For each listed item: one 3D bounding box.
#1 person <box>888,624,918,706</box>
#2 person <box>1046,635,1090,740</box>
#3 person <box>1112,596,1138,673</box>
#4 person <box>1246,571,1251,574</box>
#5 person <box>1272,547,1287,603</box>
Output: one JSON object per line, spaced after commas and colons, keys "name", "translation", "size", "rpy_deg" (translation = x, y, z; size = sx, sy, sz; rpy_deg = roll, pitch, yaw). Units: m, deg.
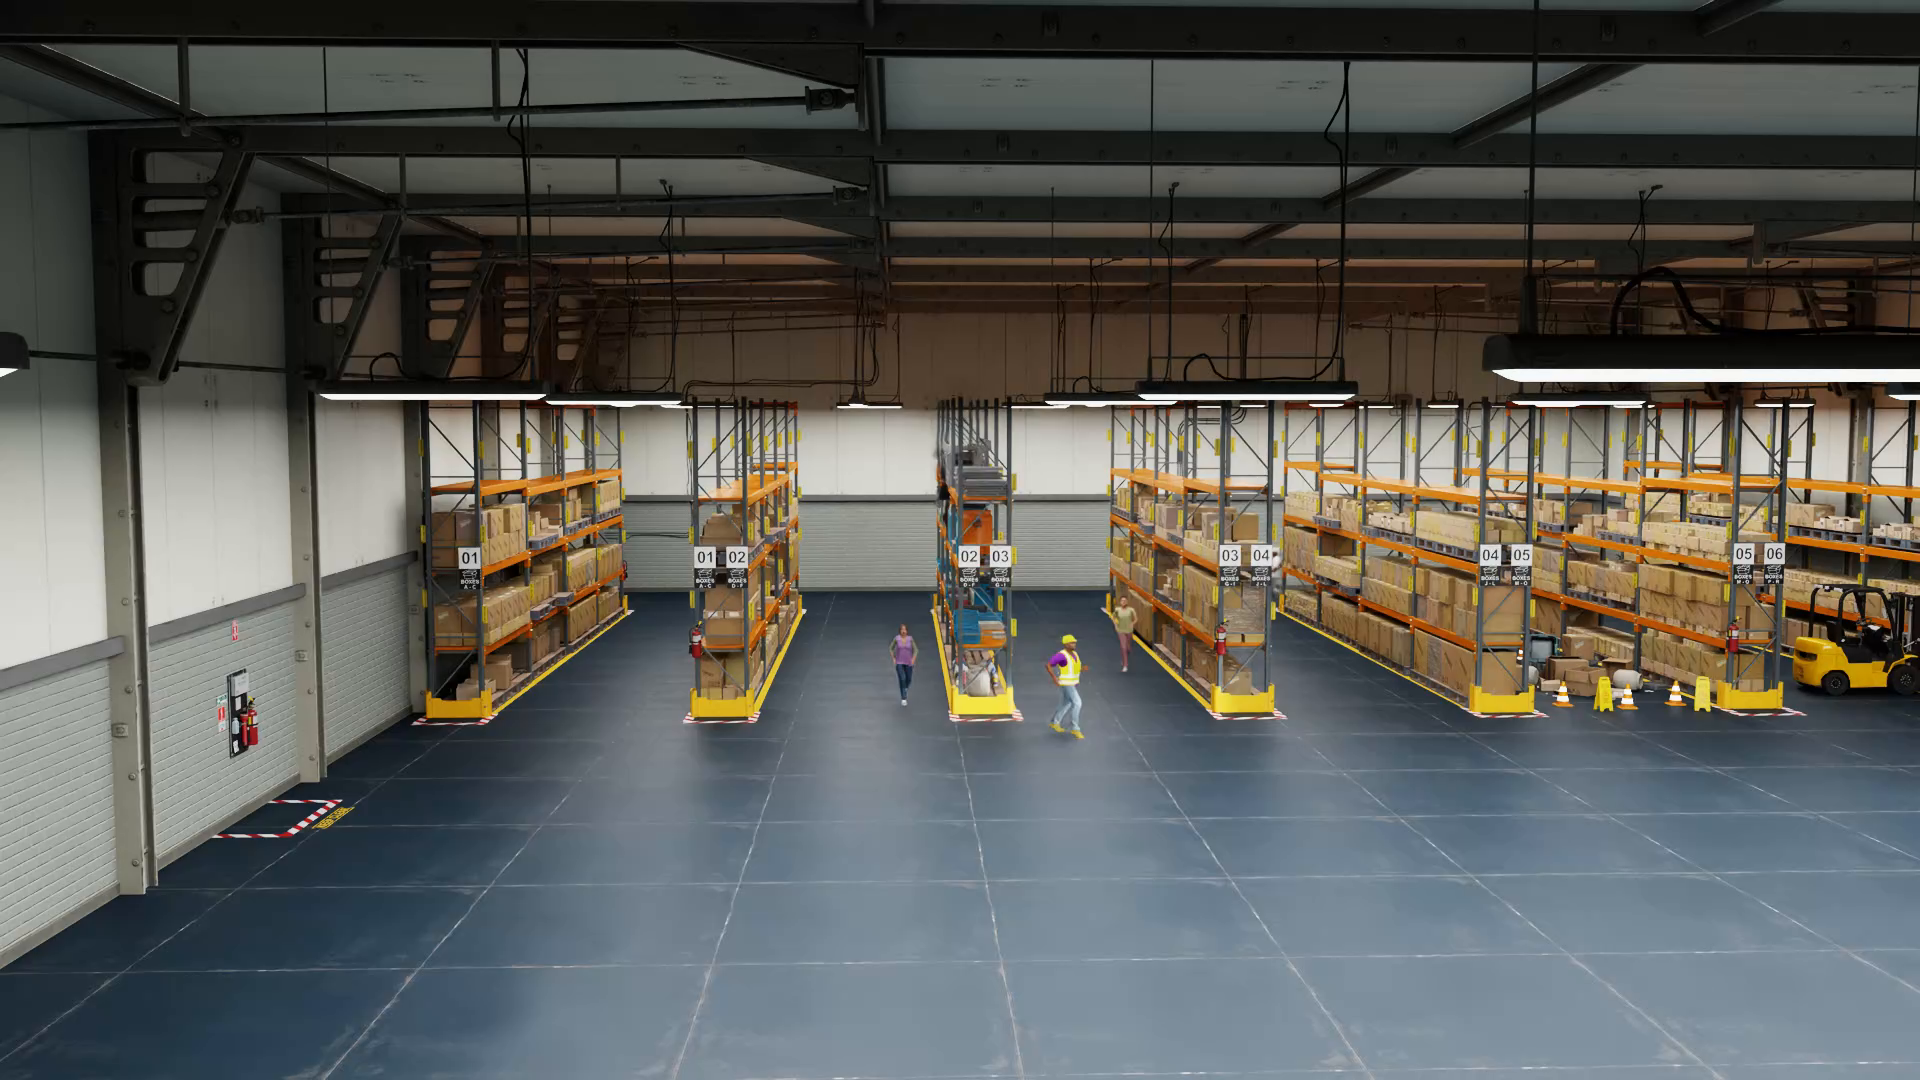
{"name": "person", "translation": [-1.116, 2.427, 32.614], "size": [0.566, 1.568, 0.718], "rpy_deg": [-1, 4, -8]}
{"name": "person", "translation": [1.906, 2.572, 29.253], "size": [0.786, 1.818, 0.679], "rpy_deg": [2, 5, 28]}
{"name": "person", "translation": [3.658, 2.059, 36.844], "size": [0.572, 1.666, 0.802], "rpy_deg": [0, 4, 2]}
{"name": "person", "translation": [8.419, 1.193, 47.815], "size": [0.715, 1.669, 0.889], "rpy_deg": [1, 5, 18]}
{"name": "person", "translation": [9.174, 1.071, 48.856], "size": [0.898, 1.747, 0.739], "rpy_deg": [0, 4, 5]}
